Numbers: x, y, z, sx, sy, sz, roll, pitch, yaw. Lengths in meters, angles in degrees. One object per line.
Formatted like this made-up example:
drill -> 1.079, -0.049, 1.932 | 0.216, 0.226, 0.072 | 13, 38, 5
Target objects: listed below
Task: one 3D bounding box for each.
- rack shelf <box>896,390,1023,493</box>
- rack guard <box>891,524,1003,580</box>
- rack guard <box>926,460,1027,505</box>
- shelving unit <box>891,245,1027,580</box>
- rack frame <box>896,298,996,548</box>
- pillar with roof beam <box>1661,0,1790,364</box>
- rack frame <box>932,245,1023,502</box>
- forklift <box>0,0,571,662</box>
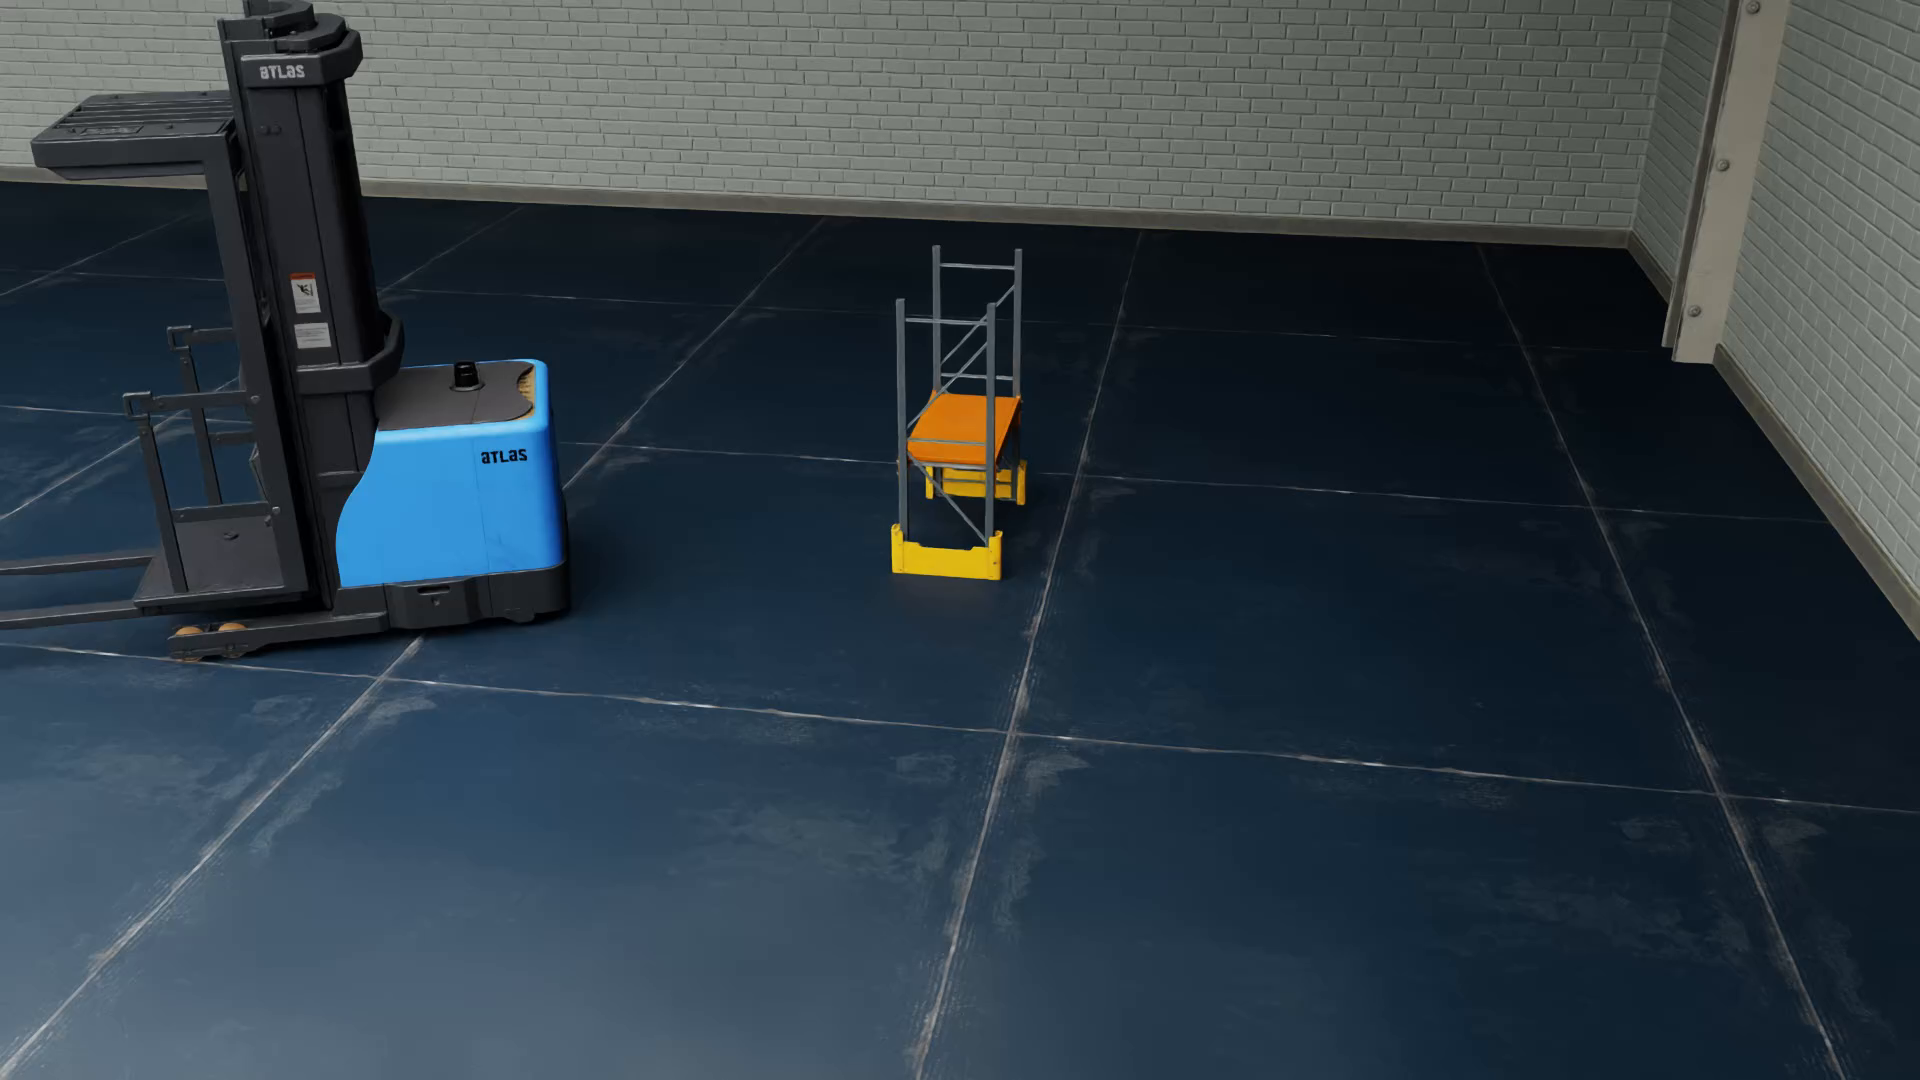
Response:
rack shelf -> 0.014, -0.552, 9.085 | 0.538, 0.185, 1.000 | 4, 25, 9
rack guard -> -0.069, 0.063, 8.820 | 0.587, 0.250, 0.087 | 4, 25, 9
rack guard -> 0.094, -0.353, 9.710 | 0.587, 0.250, 0.087 | 4, 25, 9
shelving unit -> 0.012, -0.711, 9.000 | 0.587, 1.500, 1.083 | 4, 25, 9
rack frame -> -0.069, -0.502, 8.554 | 0.500, 1.500, 0.032 | 4, 25, 9
pillar with roof beam -> 1.081, -5.733, 10.883 | 9.100, 9.000, 0.400 | 4, 25, 9
rack frame -> 0.097, -0.928, 9.462 | 0.500, 1.500, 0.032 | 4, 25, 9
forklift -> -3.540, -0.985, 7.897 | 3.031, 2.935, 1.130 | -6, 26, -12
